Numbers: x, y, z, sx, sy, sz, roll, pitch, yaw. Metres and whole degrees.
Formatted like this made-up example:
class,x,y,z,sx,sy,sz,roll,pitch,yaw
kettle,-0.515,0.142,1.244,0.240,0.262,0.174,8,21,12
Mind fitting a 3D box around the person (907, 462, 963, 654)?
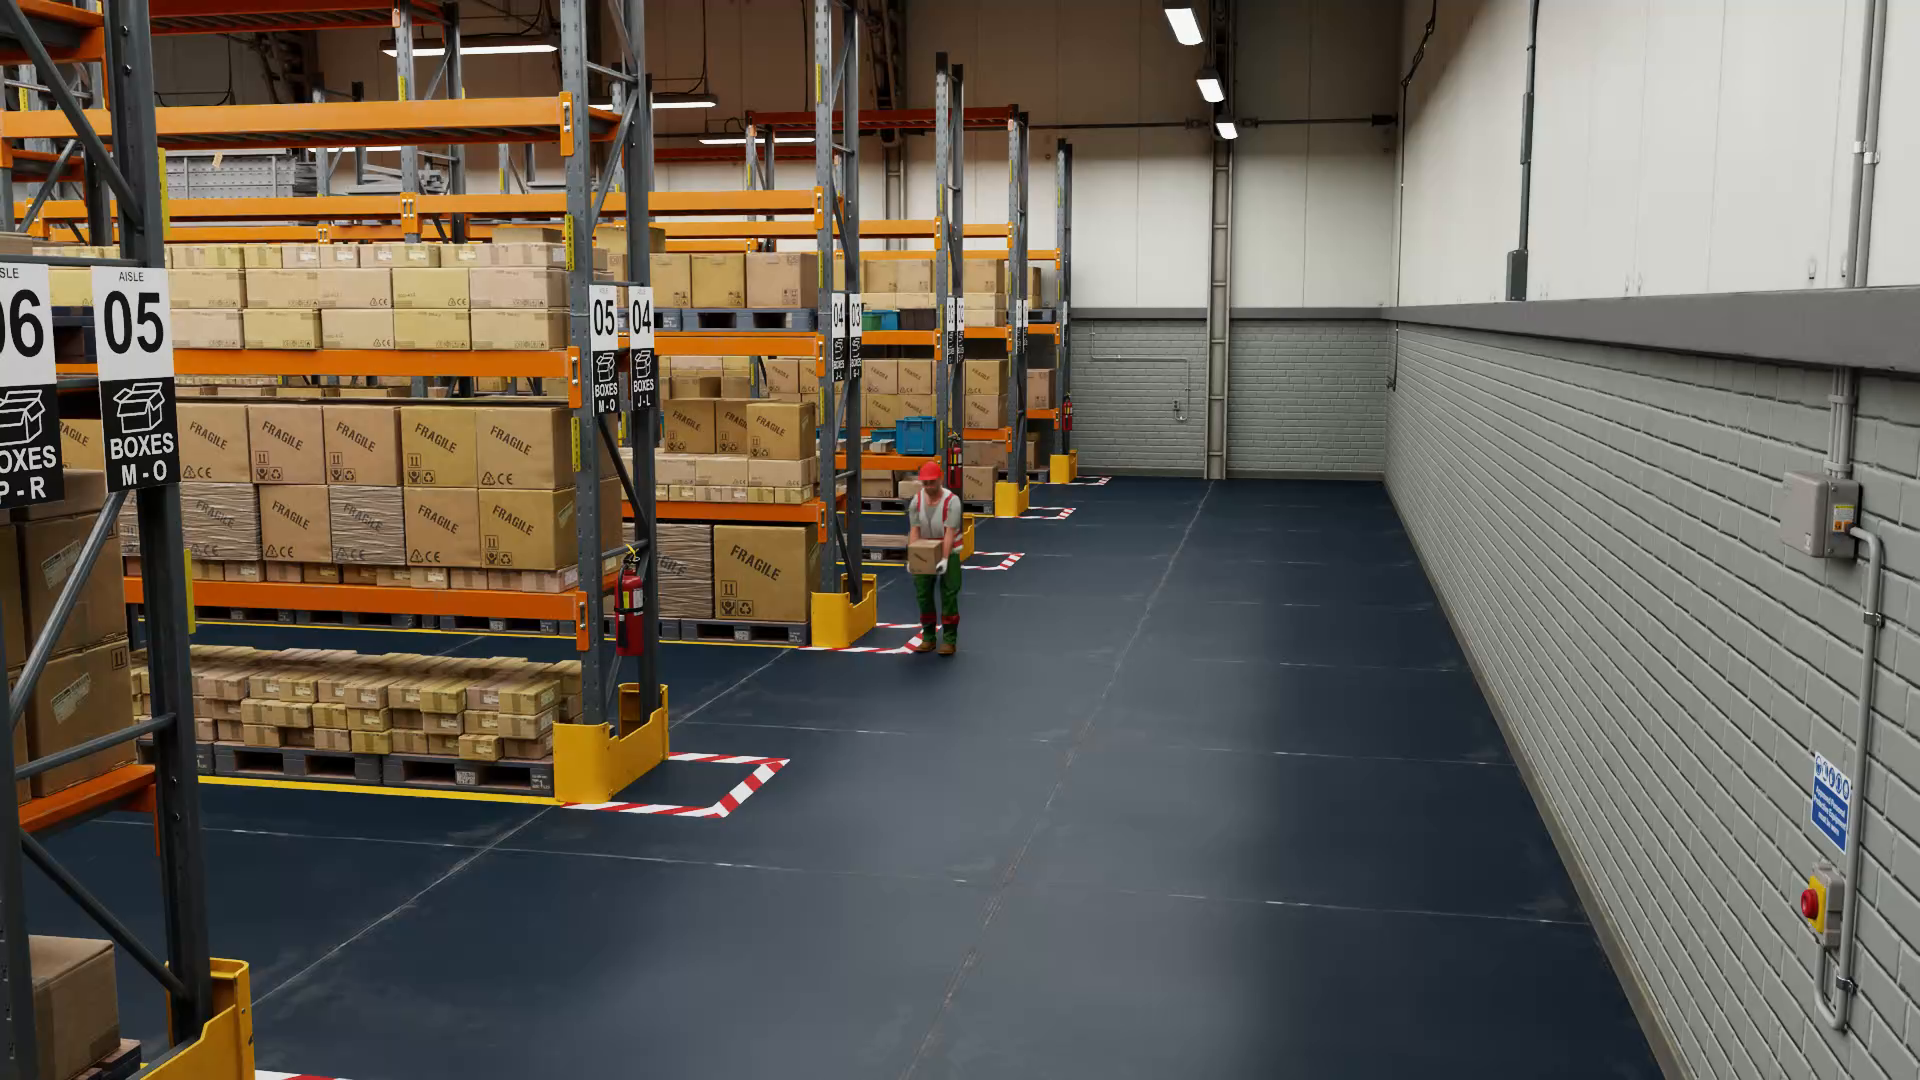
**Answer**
class,x,y,z,sx,sy,sz,roll,pitch,yaw
person,-0.211,0.158,14.802,0.482,1.725,0.607,3,8,22
